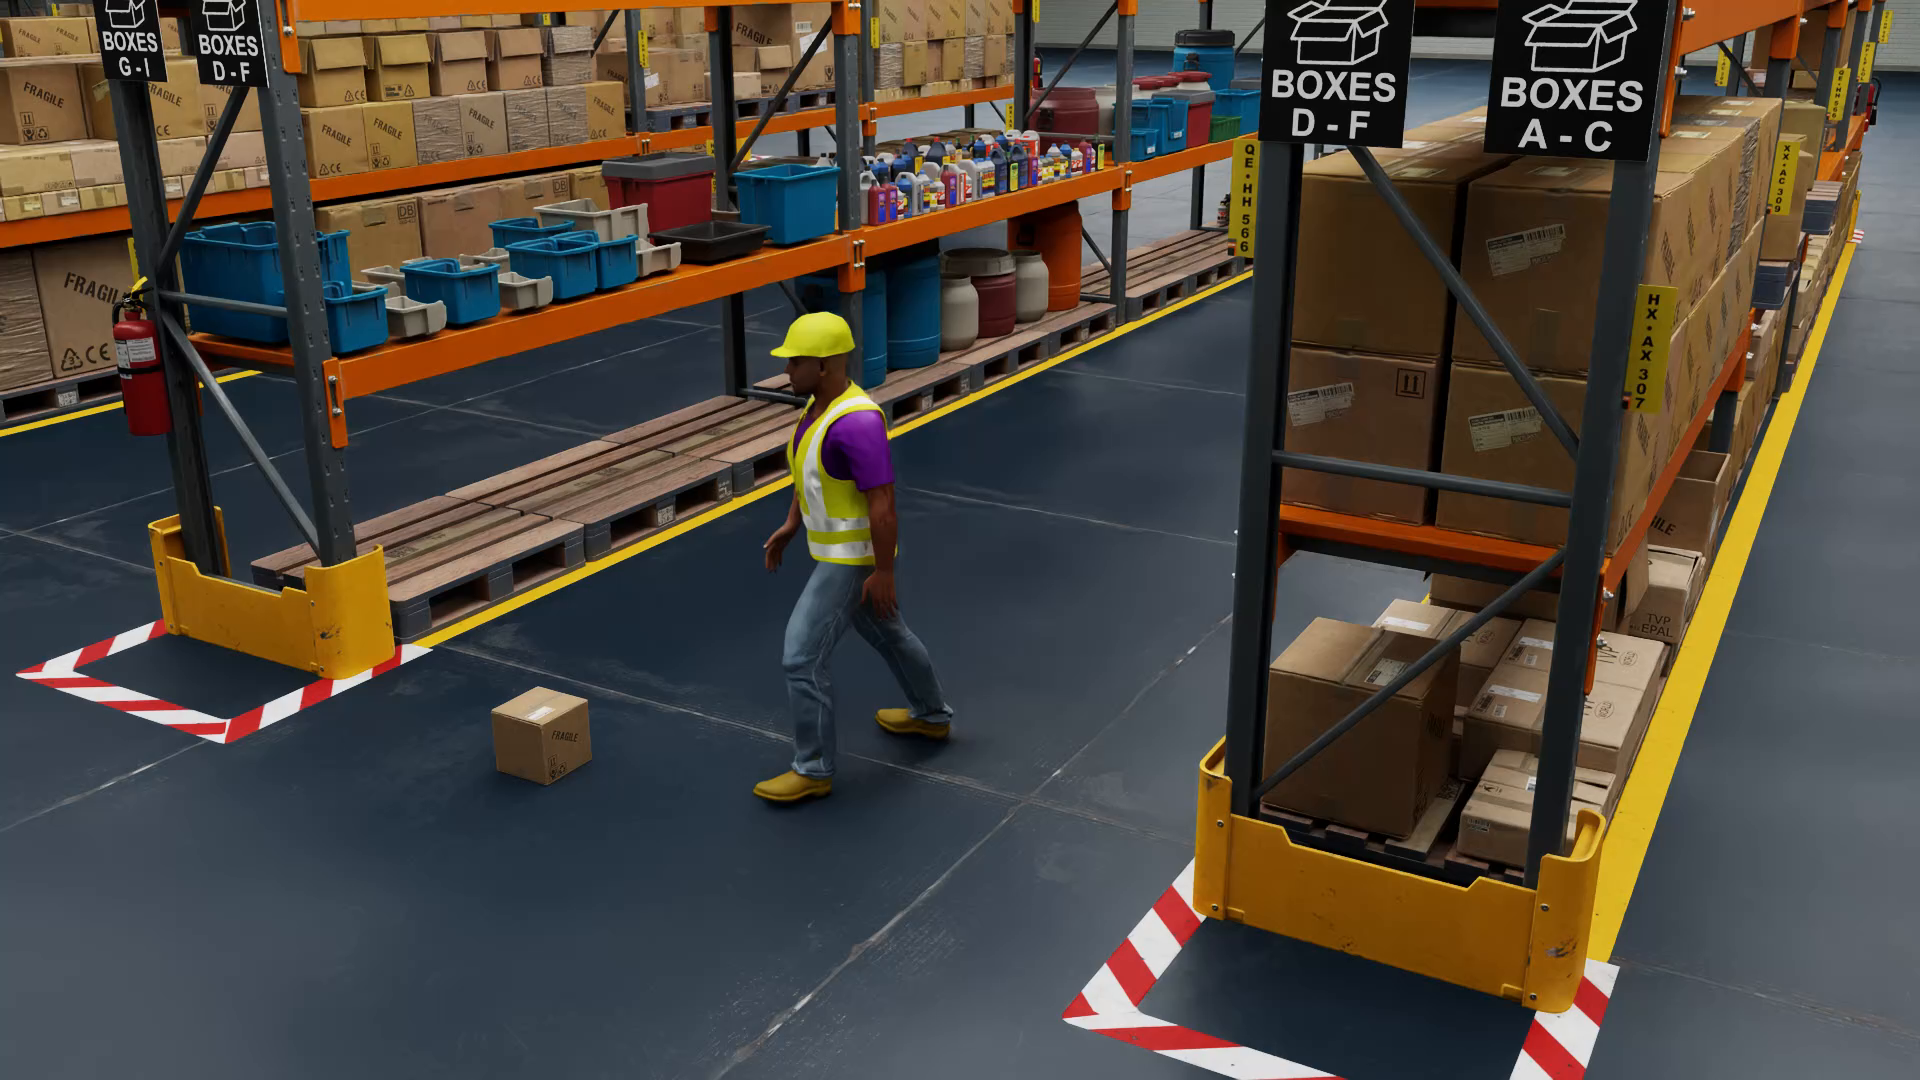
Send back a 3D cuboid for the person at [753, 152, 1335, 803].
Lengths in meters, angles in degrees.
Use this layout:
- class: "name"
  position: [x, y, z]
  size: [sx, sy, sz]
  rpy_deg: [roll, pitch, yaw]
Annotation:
- class: "person"
  position: [1.918, -2.289, 12.626]
  size: [8.305, 1.721, 13.402]
  rpy_deg: [-4, 20, -11]
